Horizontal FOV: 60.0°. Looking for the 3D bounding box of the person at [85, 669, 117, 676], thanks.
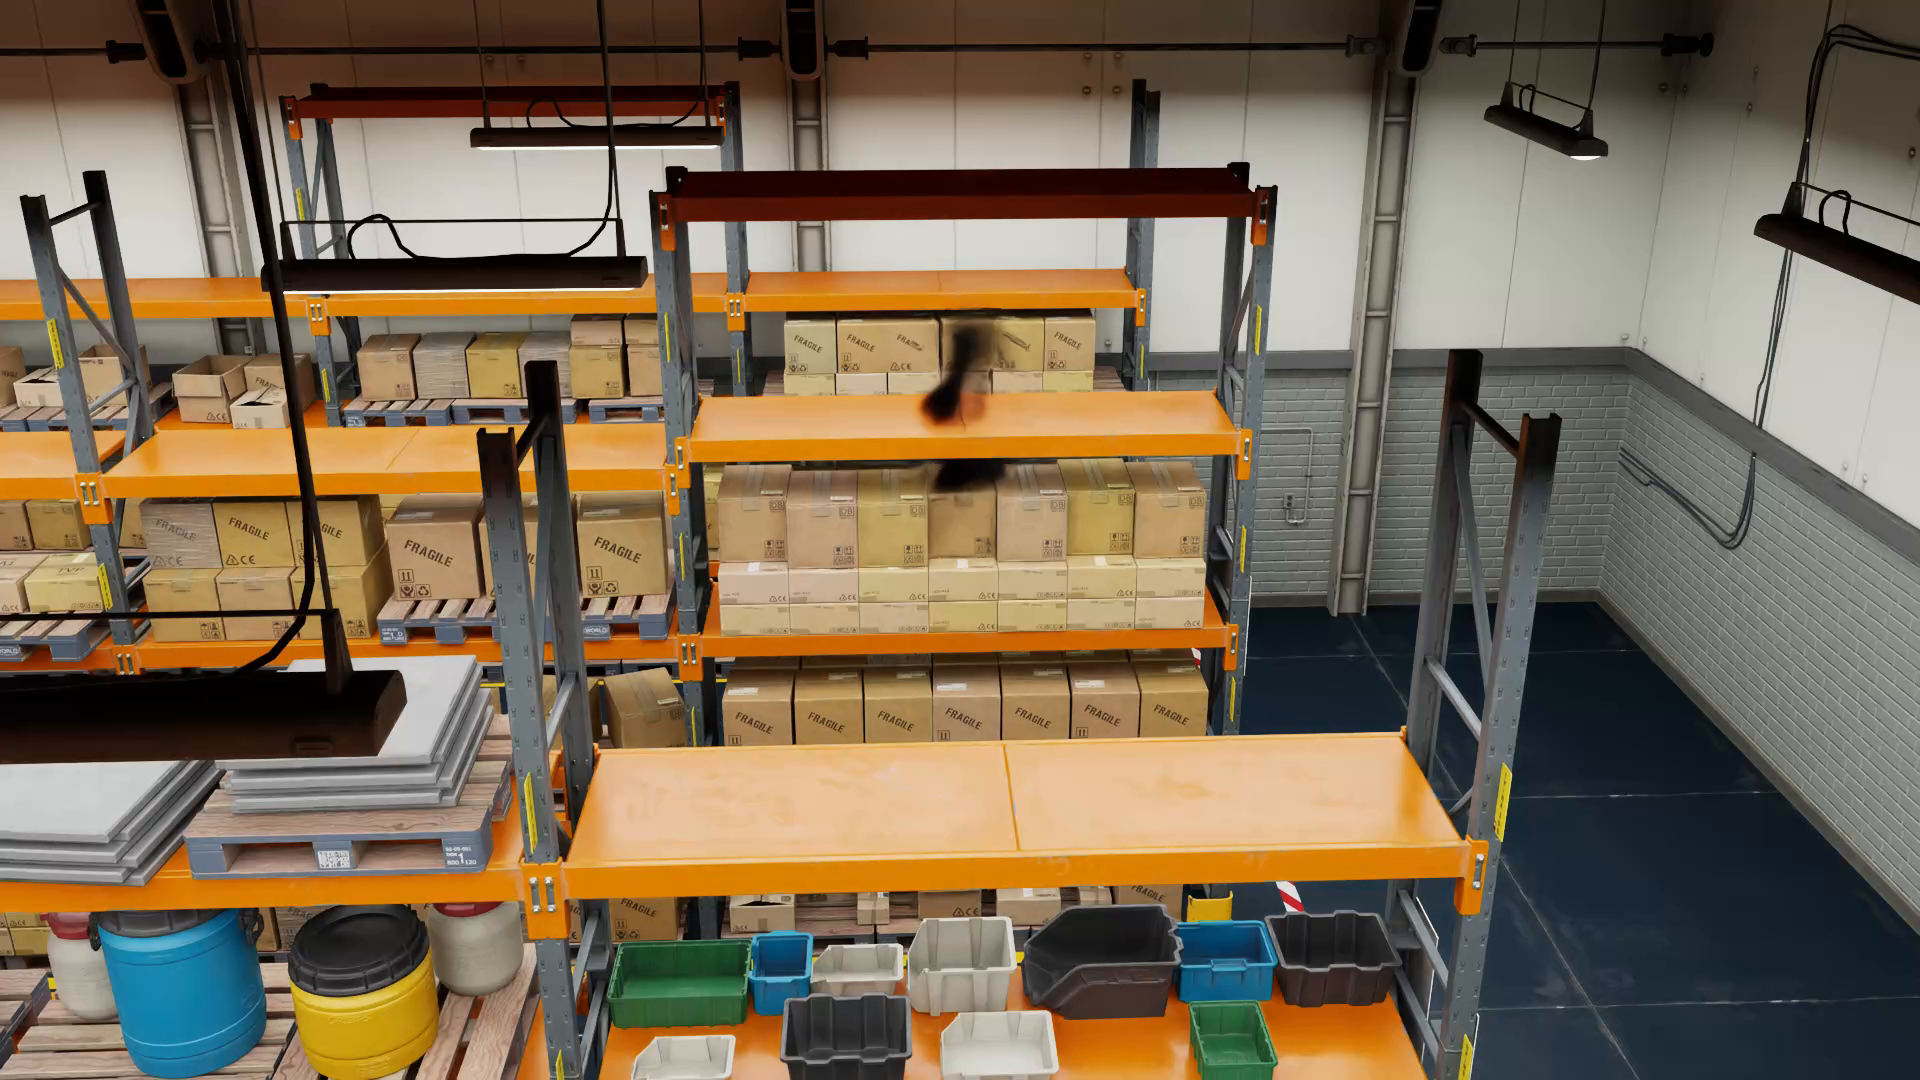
[{"bbox_3d":[-7.727,1.414,15.382,0.675,1.733,0.644,-10,24,-23],"label":"person"}]
